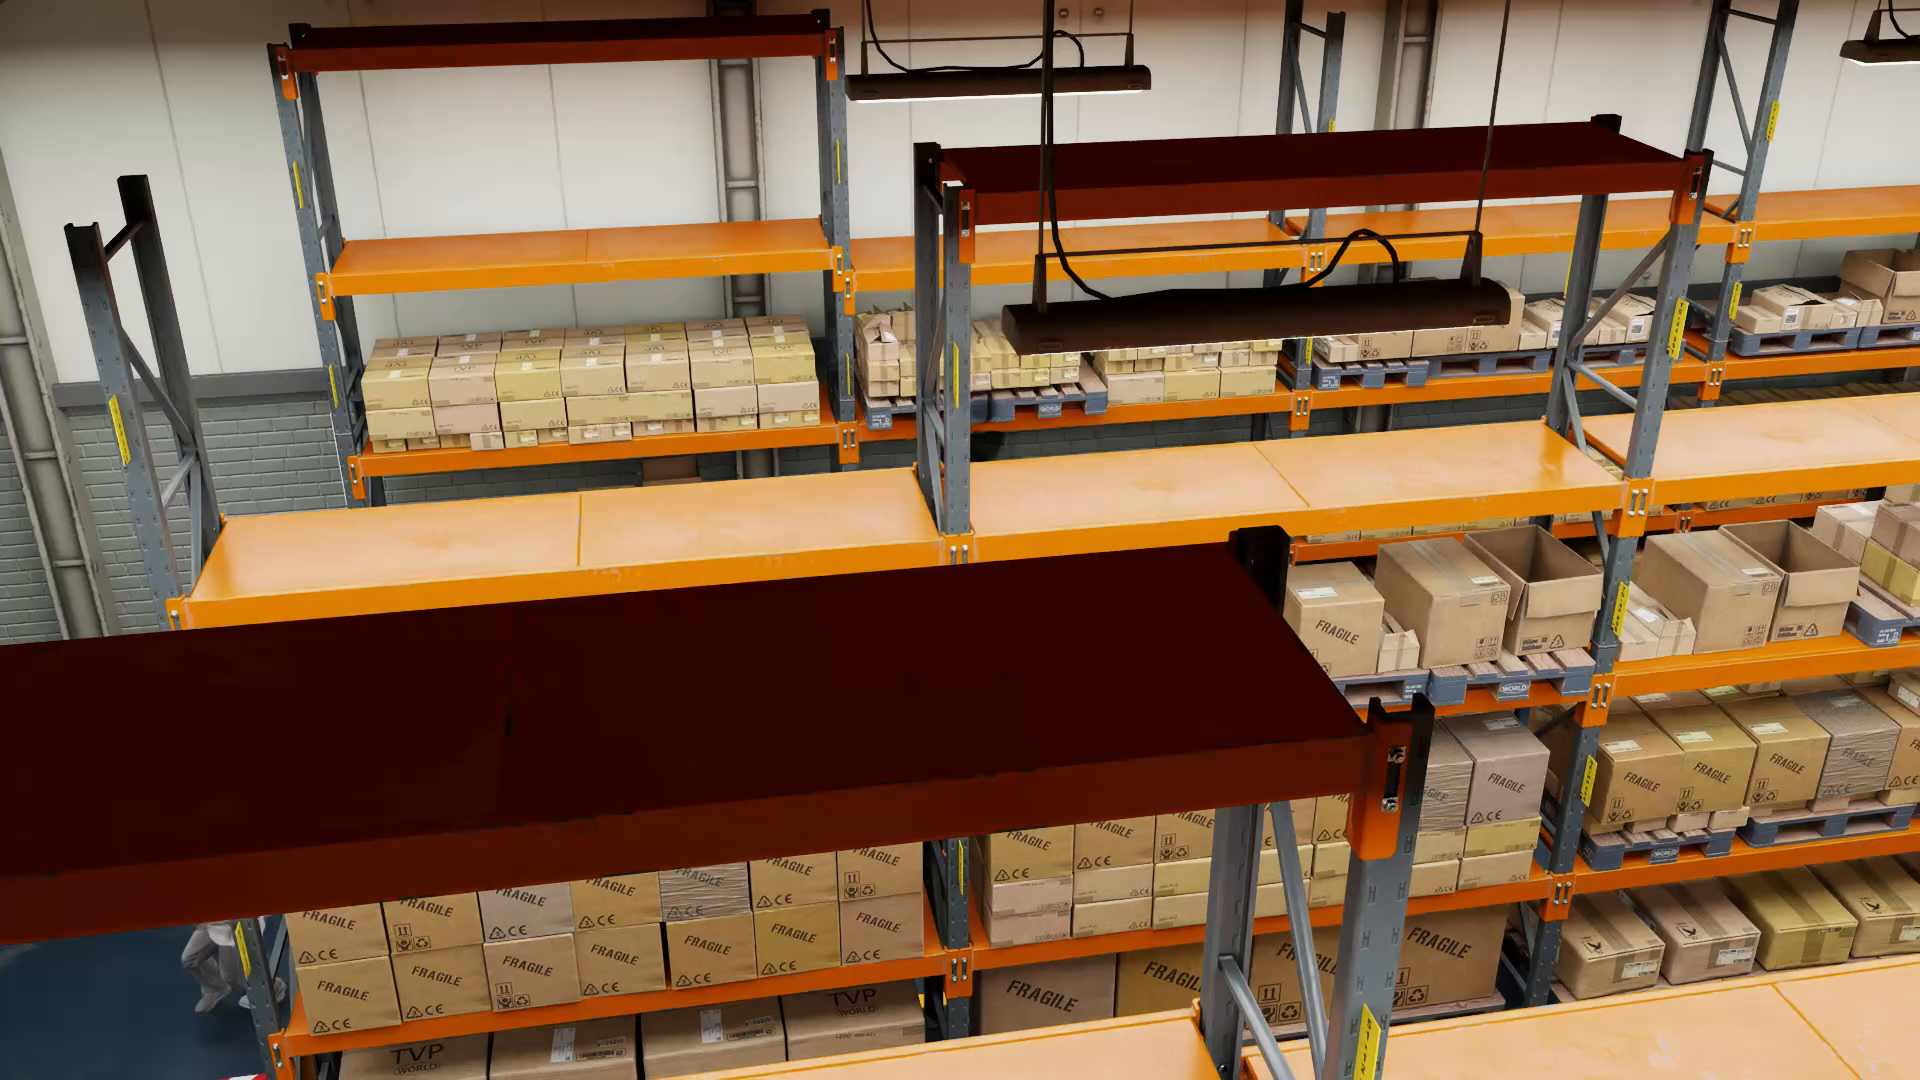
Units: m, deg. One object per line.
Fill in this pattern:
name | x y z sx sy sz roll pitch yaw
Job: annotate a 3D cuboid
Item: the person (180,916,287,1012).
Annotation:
person | -4.909 2.565 11.091 0.605 1.741 0.746 -15 30 -29
